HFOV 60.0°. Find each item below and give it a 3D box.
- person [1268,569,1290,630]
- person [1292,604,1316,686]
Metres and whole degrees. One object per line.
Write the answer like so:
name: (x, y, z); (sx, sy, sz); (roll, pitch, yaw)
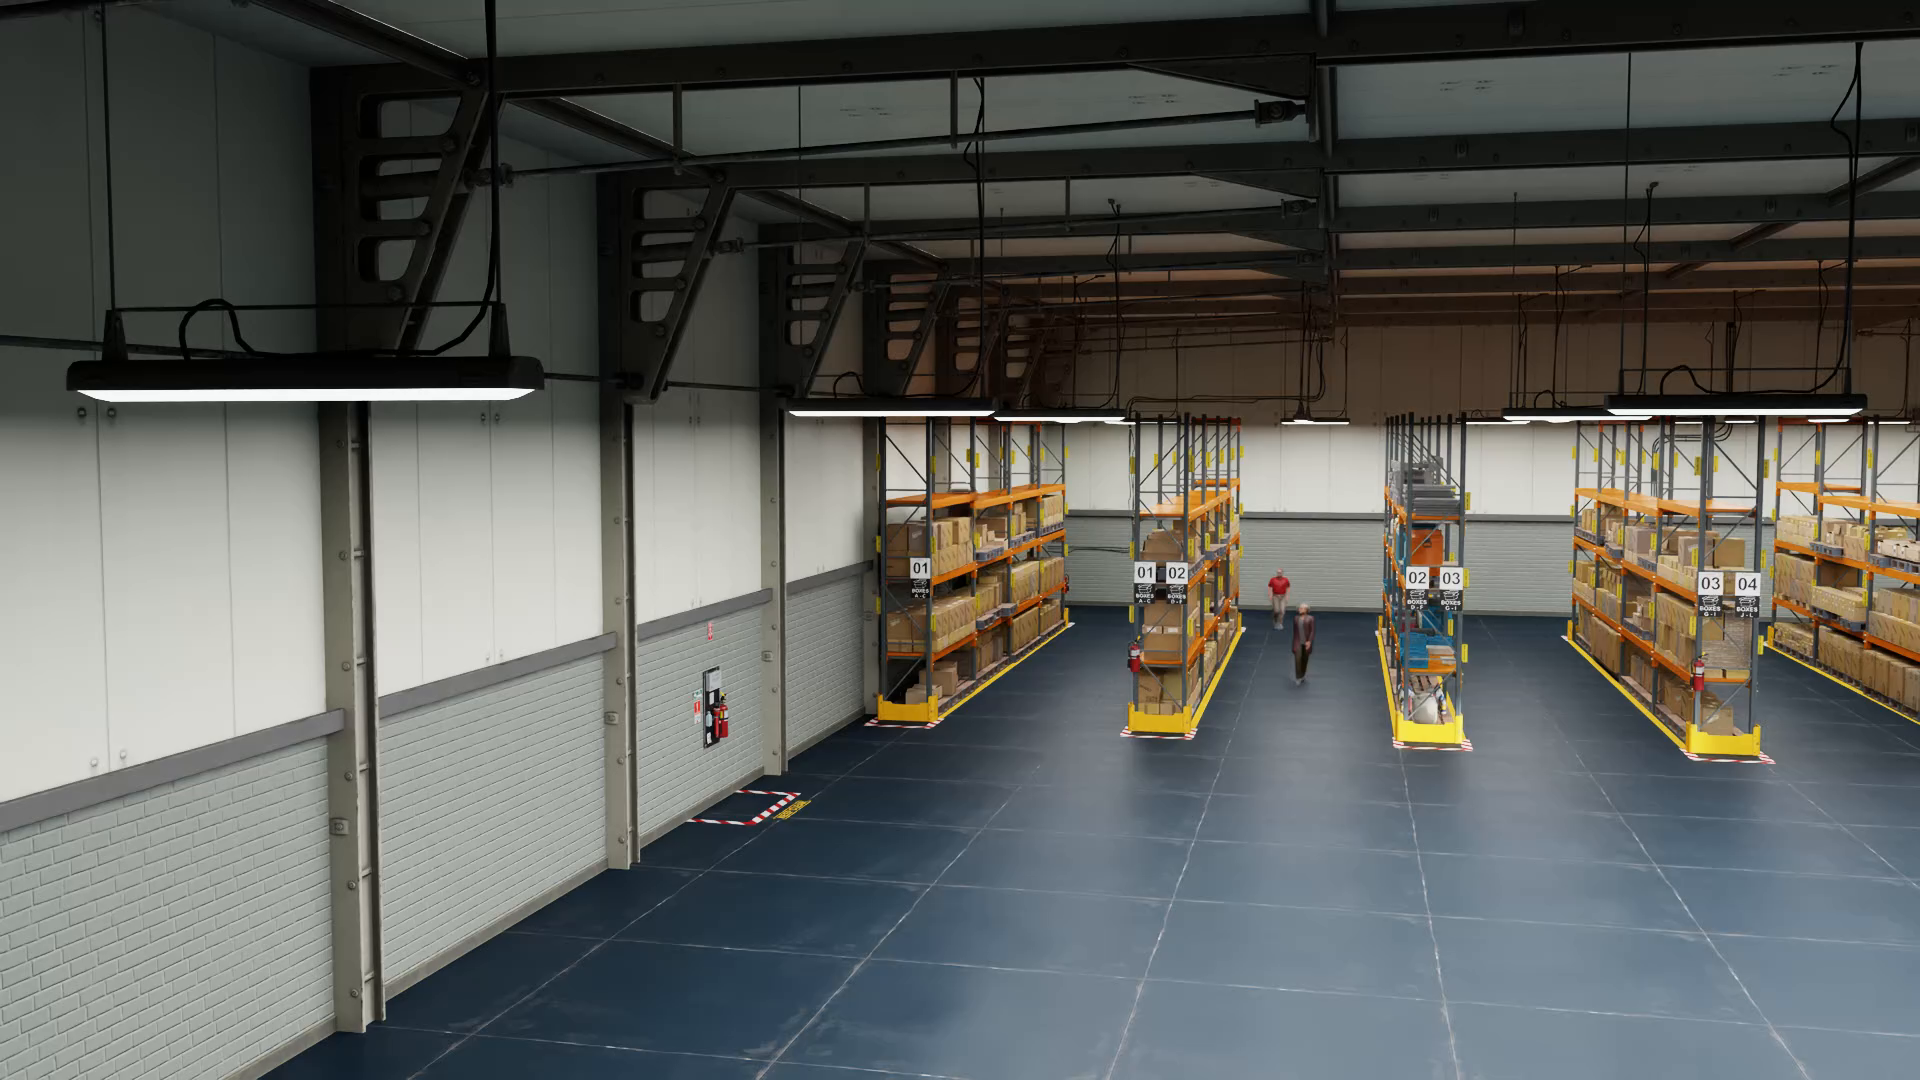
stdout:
person: (9.055, 1.690, 47.040); (0.559, 1.752, 0.532); (0, 4, -7)
person: (7.685, 2.319, 37.230); (0.530, 1.769, 0.960); (0, 4, 2)
